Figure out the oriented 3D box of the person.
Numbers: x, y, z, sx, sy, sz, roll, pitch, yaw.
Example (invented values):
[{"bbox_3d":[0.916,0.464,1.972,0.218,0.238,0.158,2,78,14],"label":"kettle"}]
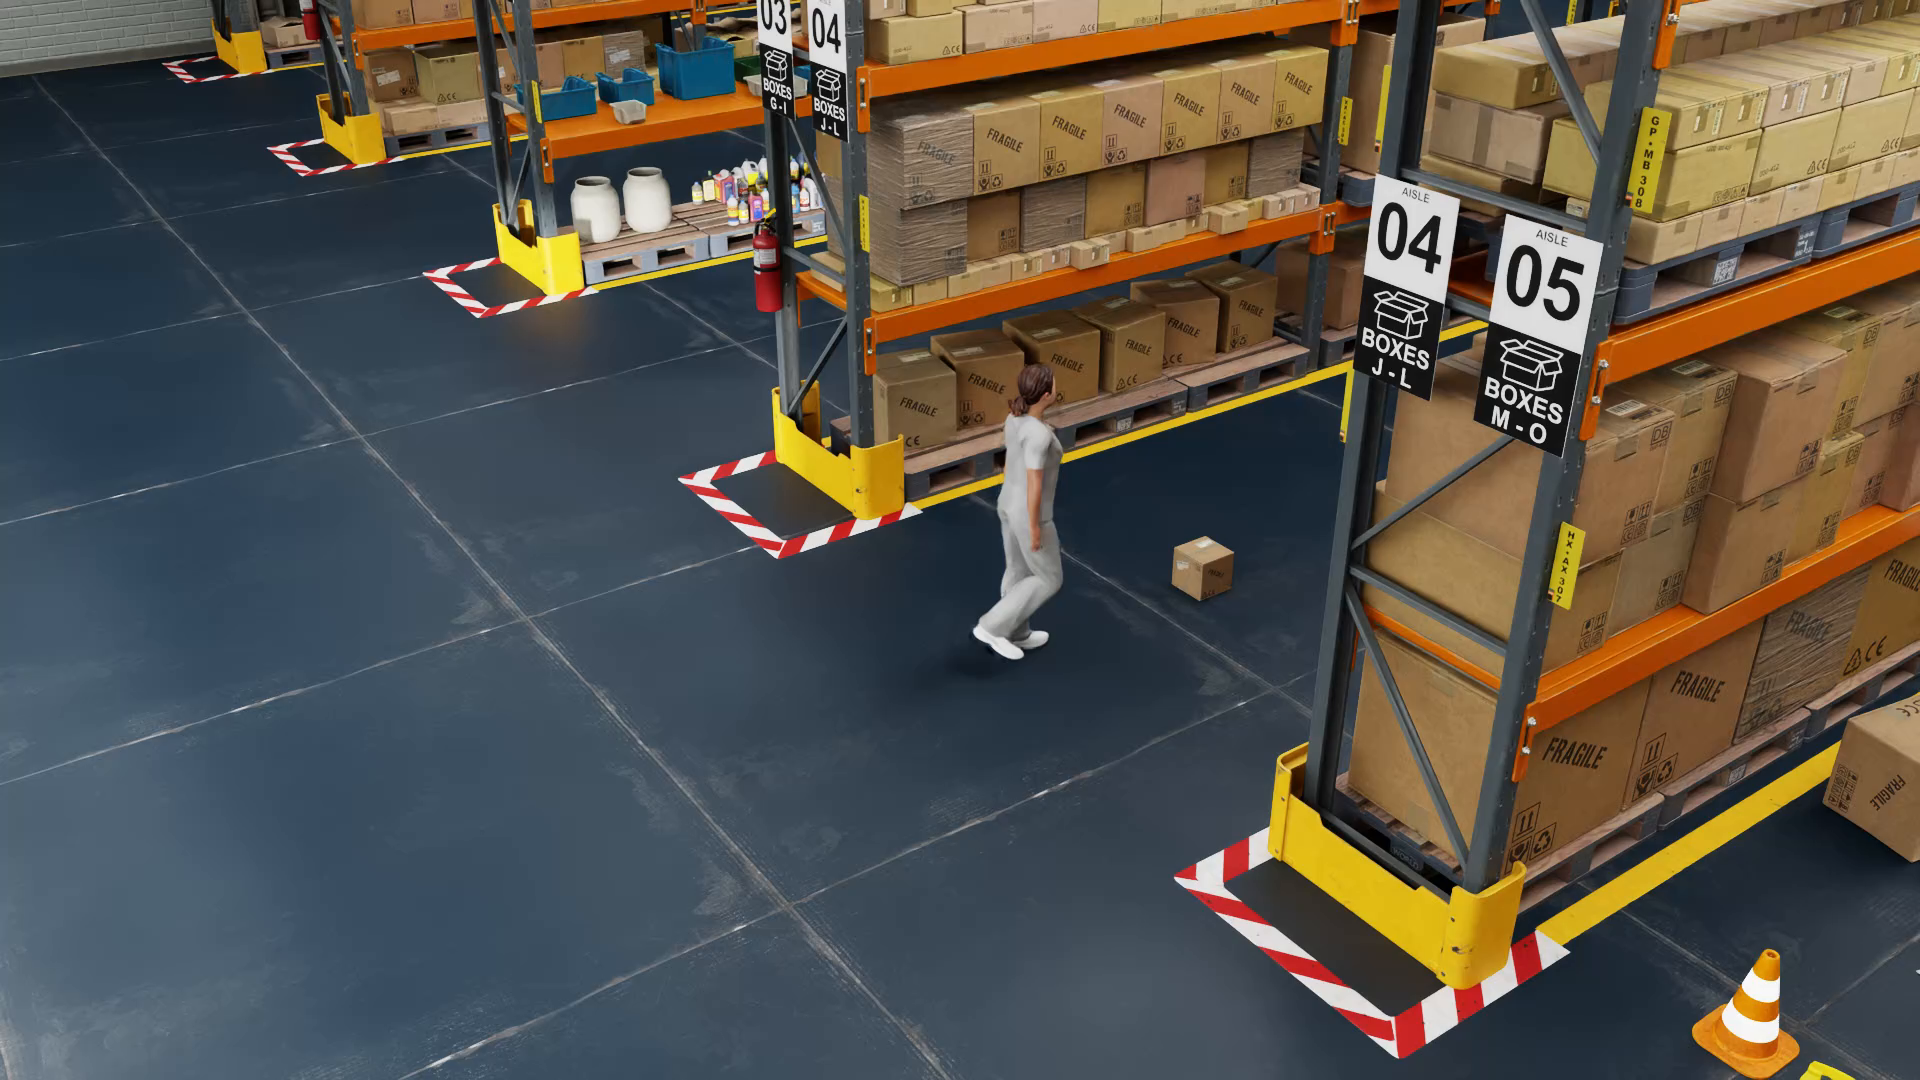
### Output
[{"bbox_3d":[0.292,-0.123,8.849,0.516,1.665,0.507,-10,30,-17],"label":"person"}]
